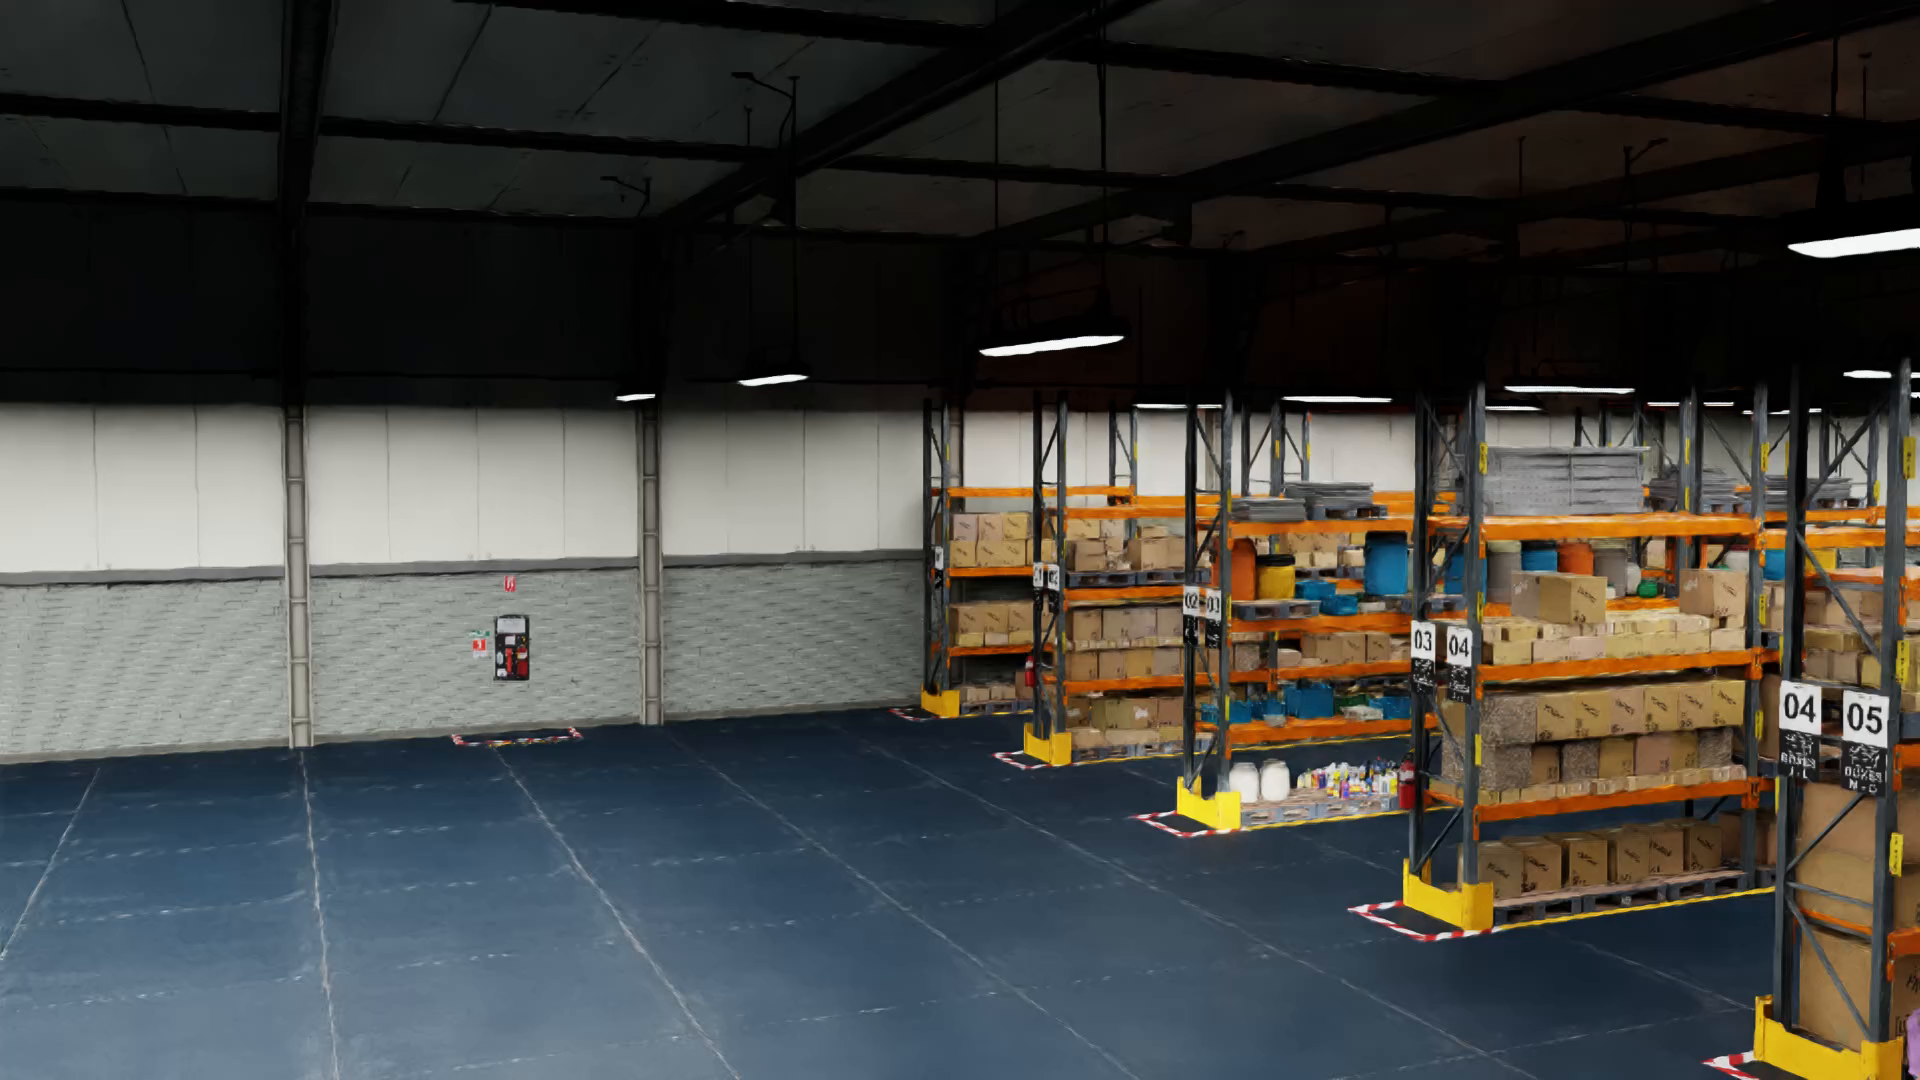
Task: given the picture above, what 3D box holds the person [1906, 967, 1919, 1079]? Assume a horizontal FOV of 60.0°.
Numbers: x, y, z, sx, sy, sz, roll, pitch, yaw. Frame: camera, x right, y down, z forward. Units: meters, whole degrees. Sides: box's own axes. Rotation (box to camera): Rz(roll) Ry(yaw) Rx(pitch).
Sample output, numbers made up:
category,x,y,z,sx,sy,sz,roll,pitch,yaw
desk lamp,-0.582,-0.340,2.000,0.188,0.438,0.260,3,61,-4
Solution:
category,x,y,z,sx,sy,sz,roll,pitch,yaw
person,6.677,3.691,11.333,0.419,1.590,0.565,3,4,41
